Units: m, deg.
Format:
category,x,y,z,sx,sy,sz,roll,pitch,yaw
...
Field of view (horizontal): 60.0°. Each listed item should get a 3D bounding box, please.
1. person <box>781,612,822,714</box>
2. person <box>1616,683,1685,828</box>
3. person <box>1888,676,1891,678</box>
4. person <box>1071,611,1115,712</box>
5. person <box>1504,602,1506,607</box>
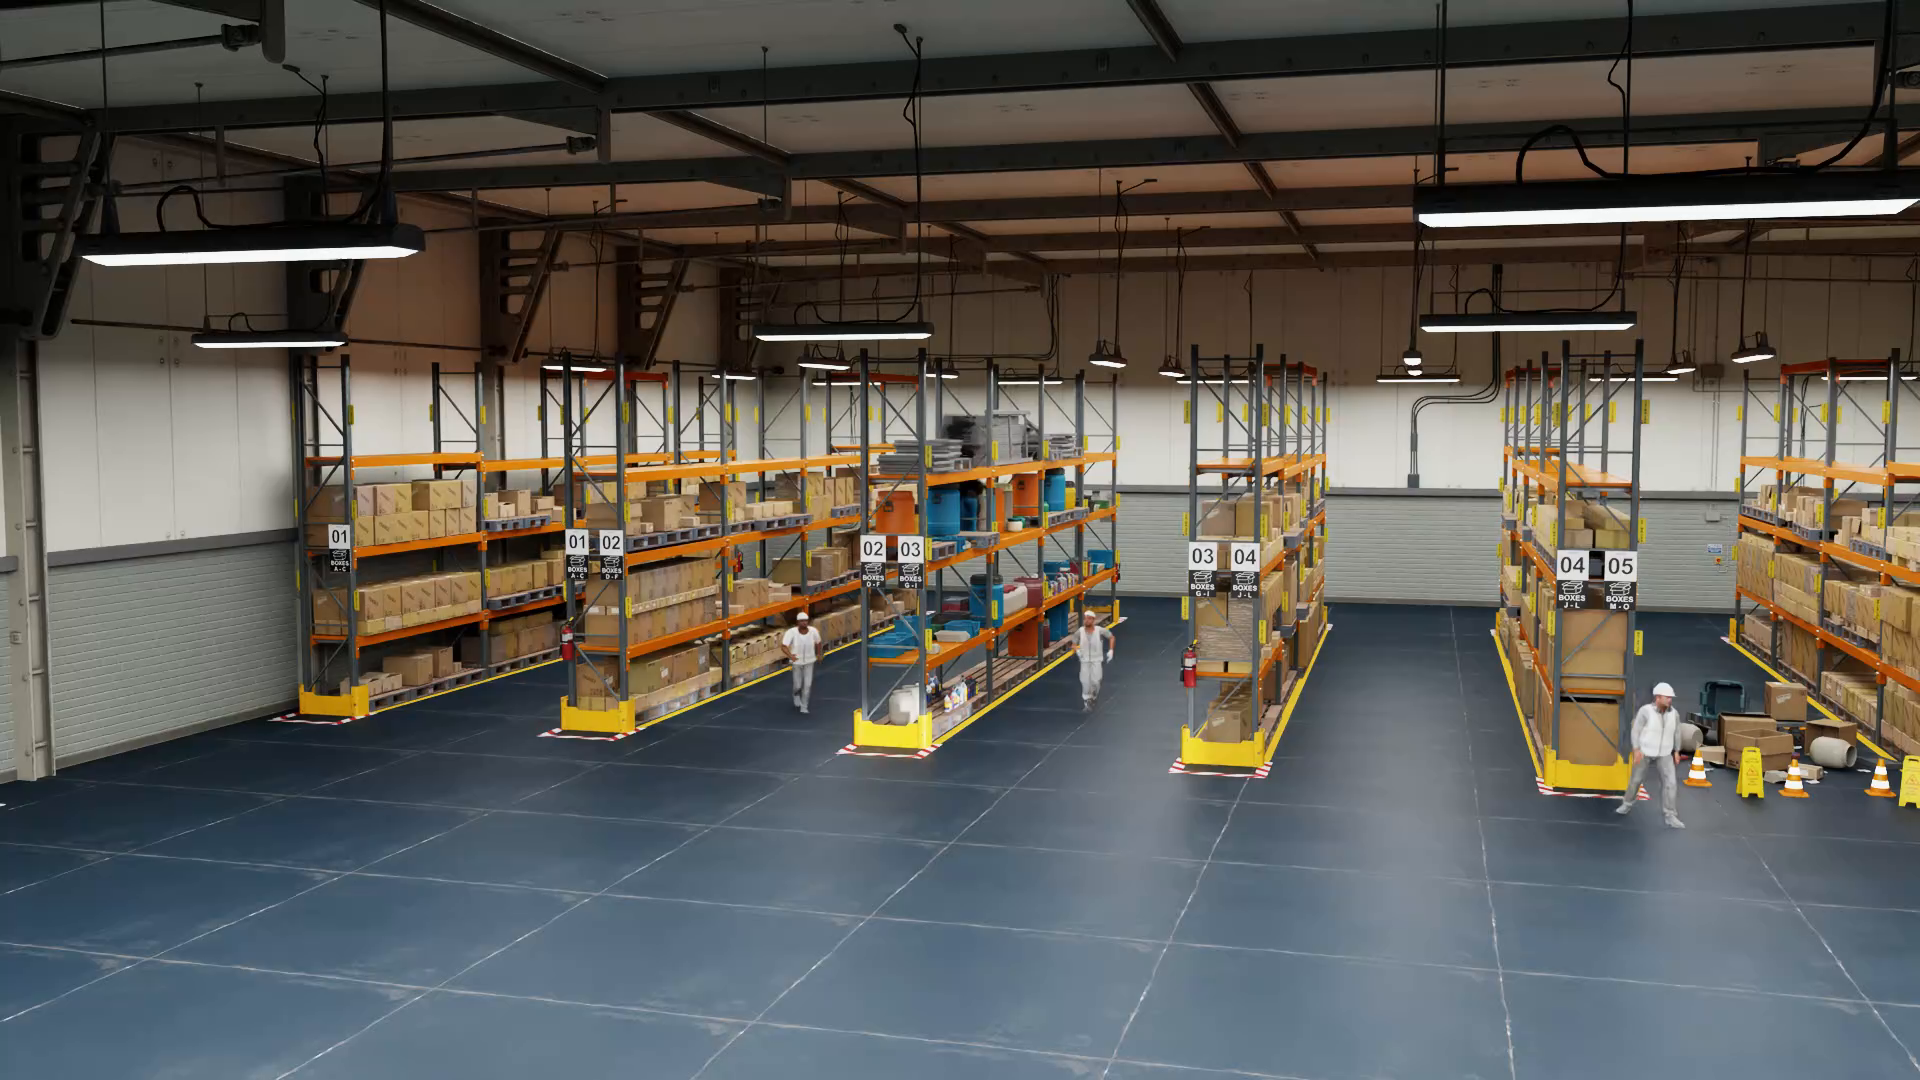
category,x,y,z,sx,sy,sz,roll,pitch,yaw
person,-2.675,2.054,28.064,0.697,1.715,0.768,-1,4,-11
person,8.548,2.604,20.471,0.678,1.729,0.881,0,4,-2
person,17.834,1.791,31.327,0.625,1.725,1.012,1,4,9
person,2.206,2.039,27.730,0.704,1.730,0.758,1,4,11
person,13.333,1.149,39.729,0.703,1.806,0.648,-1,4,-14
